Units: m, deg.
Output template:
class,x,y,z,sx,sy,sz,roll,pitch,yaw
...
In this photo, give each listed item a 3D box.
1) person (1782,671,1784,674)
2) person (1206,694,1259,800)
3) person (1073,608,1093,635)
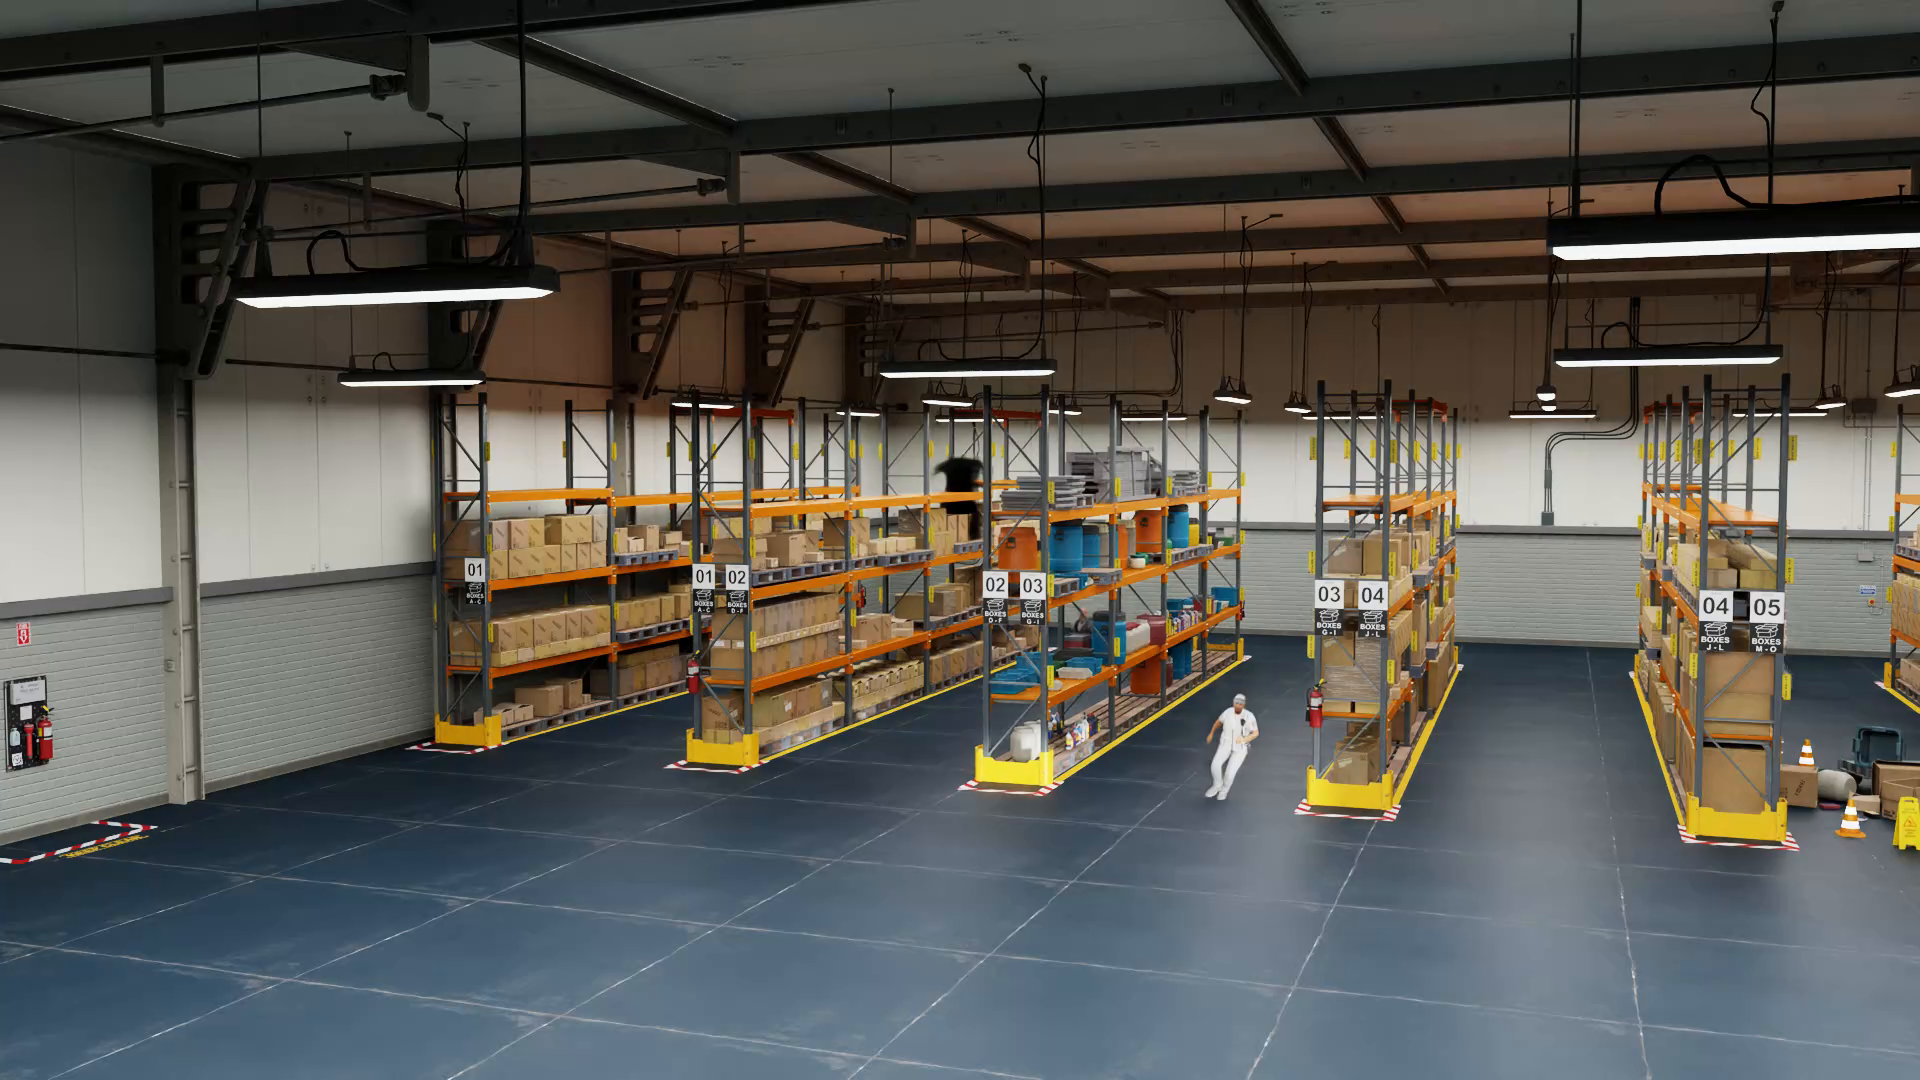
class,x,y,z,sx,sy,sz,roll,pitch,yaw
person,17.280,2.274,35.587,0.621,1.692,0.848,-1,3,-13
person,3.869,2.966,23.735,0.789,1.559,0.642,1,3,18
person,2.670,2.286,35.137,0.672,1.724,0.734,2,4,32
